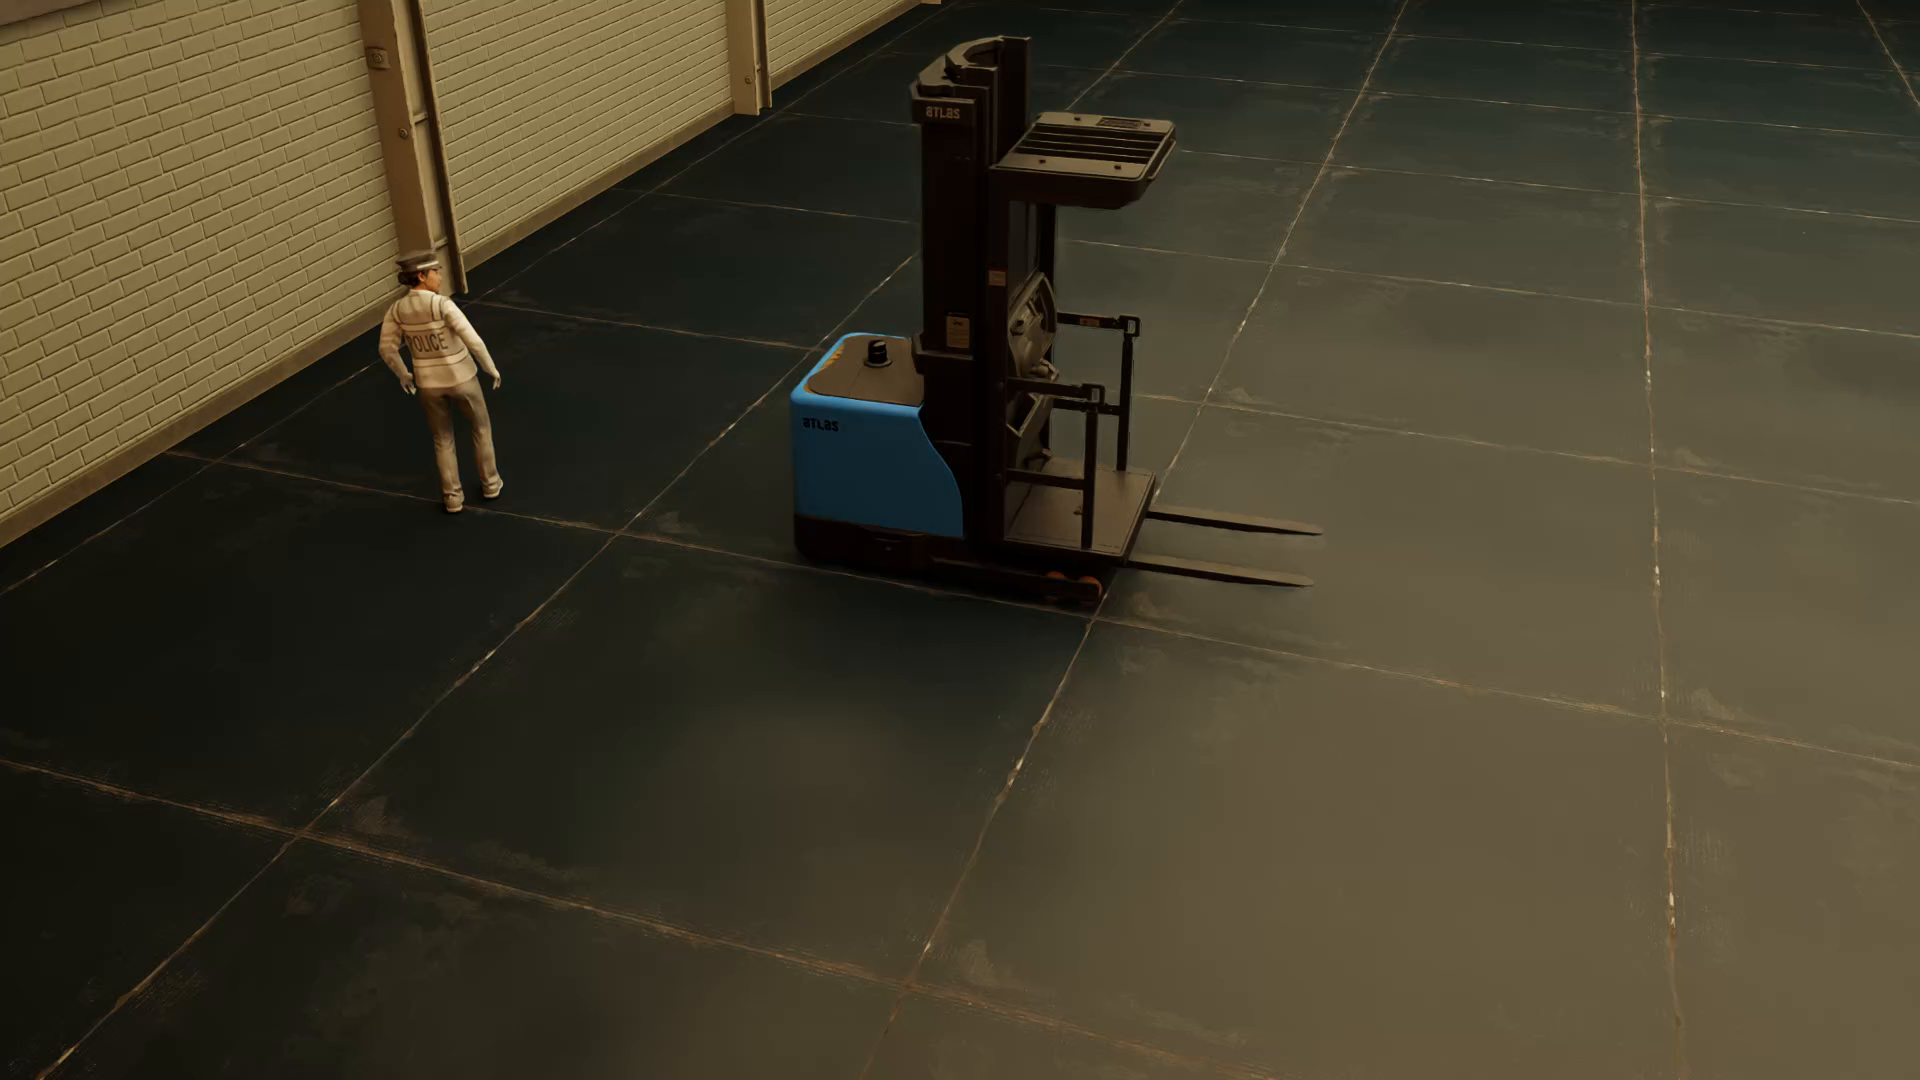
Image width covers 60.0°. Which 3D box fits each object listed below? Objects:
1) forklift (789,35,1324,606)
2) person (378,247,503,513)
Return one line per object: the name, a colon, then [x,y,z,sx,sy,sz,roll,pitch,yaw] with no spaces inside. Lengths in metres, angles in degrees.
forklift: [0.590,-1.193,9.229,3.031,2.935,1.130,8,31,14]
person: [-3.147,-0.988,10.164,0.693,1.654,0.468,0,30,-1]
